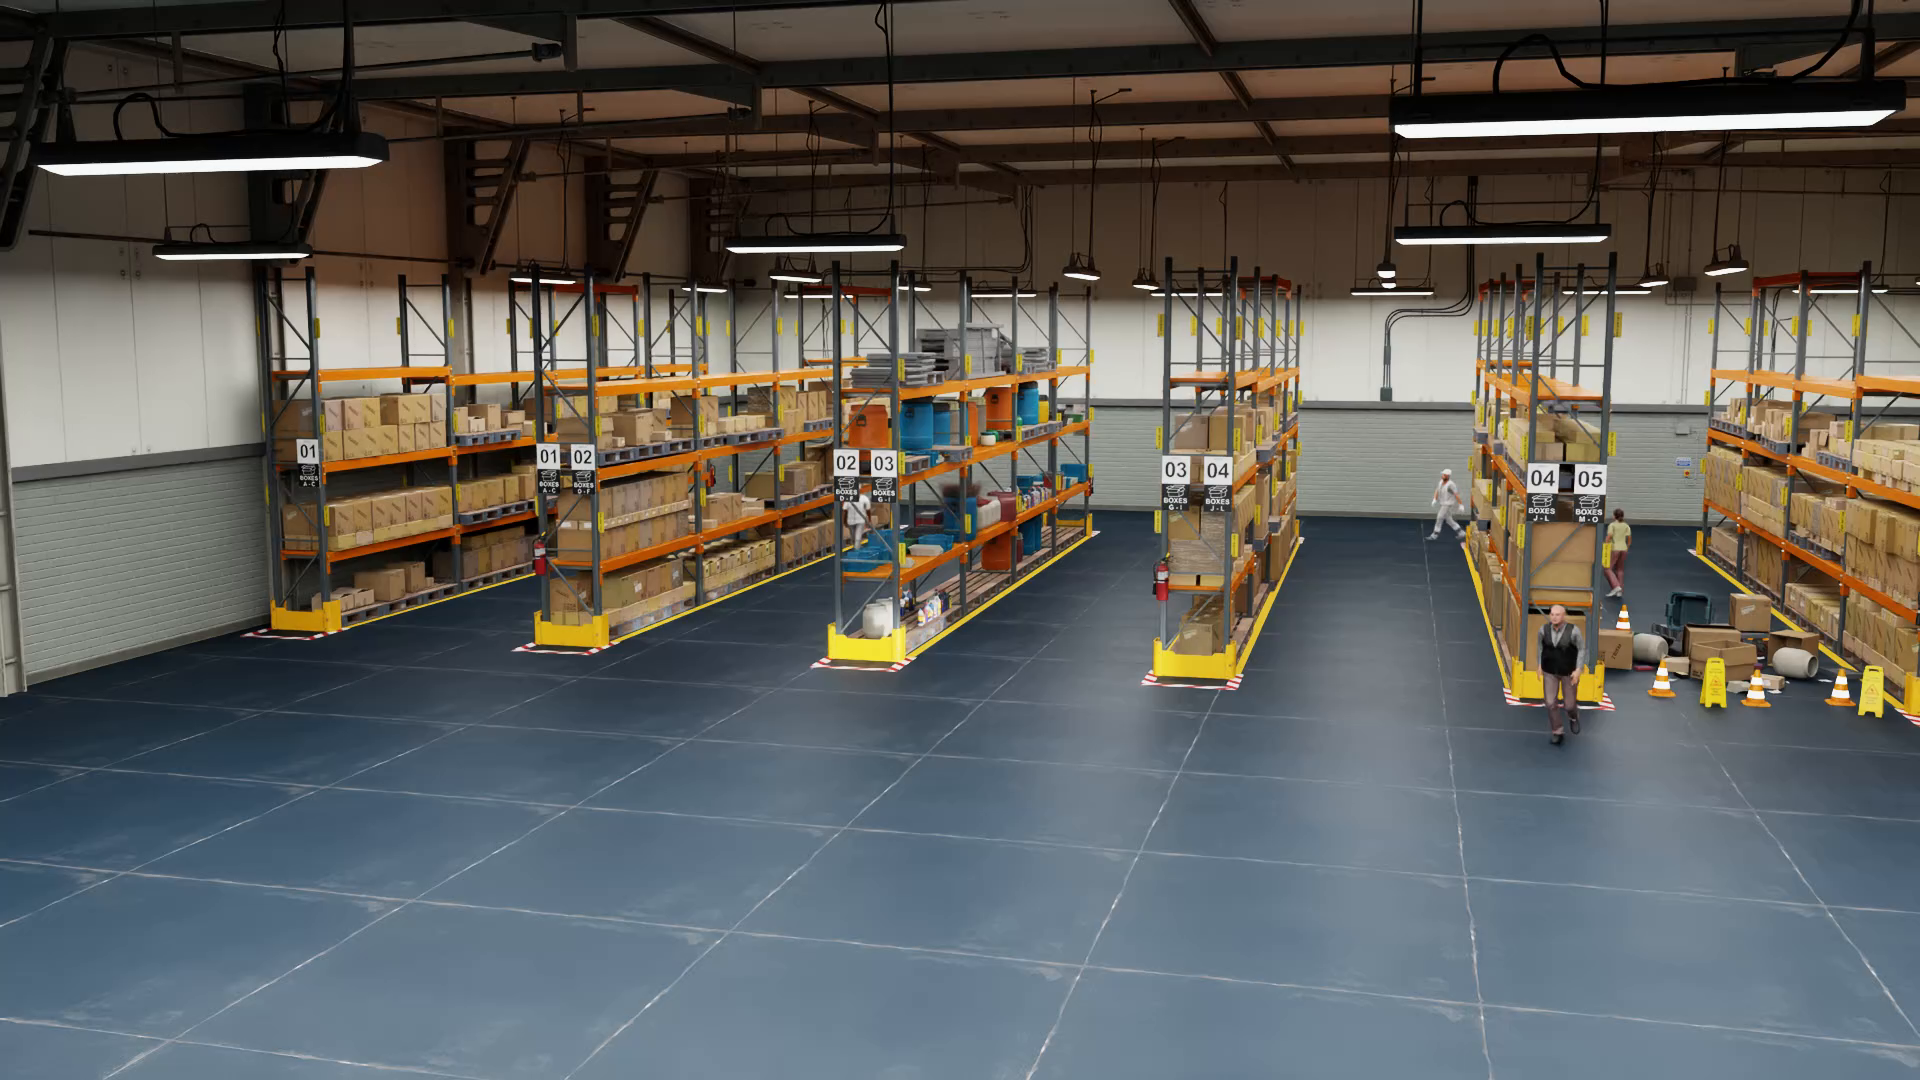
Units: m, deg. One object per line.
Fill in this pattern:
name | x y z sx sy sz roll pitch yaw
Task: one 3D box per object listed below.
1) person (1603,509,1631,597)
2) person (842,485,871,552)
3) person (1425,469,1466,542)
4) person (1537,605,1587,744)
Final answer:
person | 12.356 0.245 31.174 0.518 1.646 0.578 -1 7 -9
person | -2.251 -0.376 35.591 0.582 1.703 1.077 2 8 18
person | 11.449 -0.812 39.043 0.969 1.738 0.520 0 7 -4
person | 7.346 1.604 20.289 0.597 1.695 0.656 5 9 33
